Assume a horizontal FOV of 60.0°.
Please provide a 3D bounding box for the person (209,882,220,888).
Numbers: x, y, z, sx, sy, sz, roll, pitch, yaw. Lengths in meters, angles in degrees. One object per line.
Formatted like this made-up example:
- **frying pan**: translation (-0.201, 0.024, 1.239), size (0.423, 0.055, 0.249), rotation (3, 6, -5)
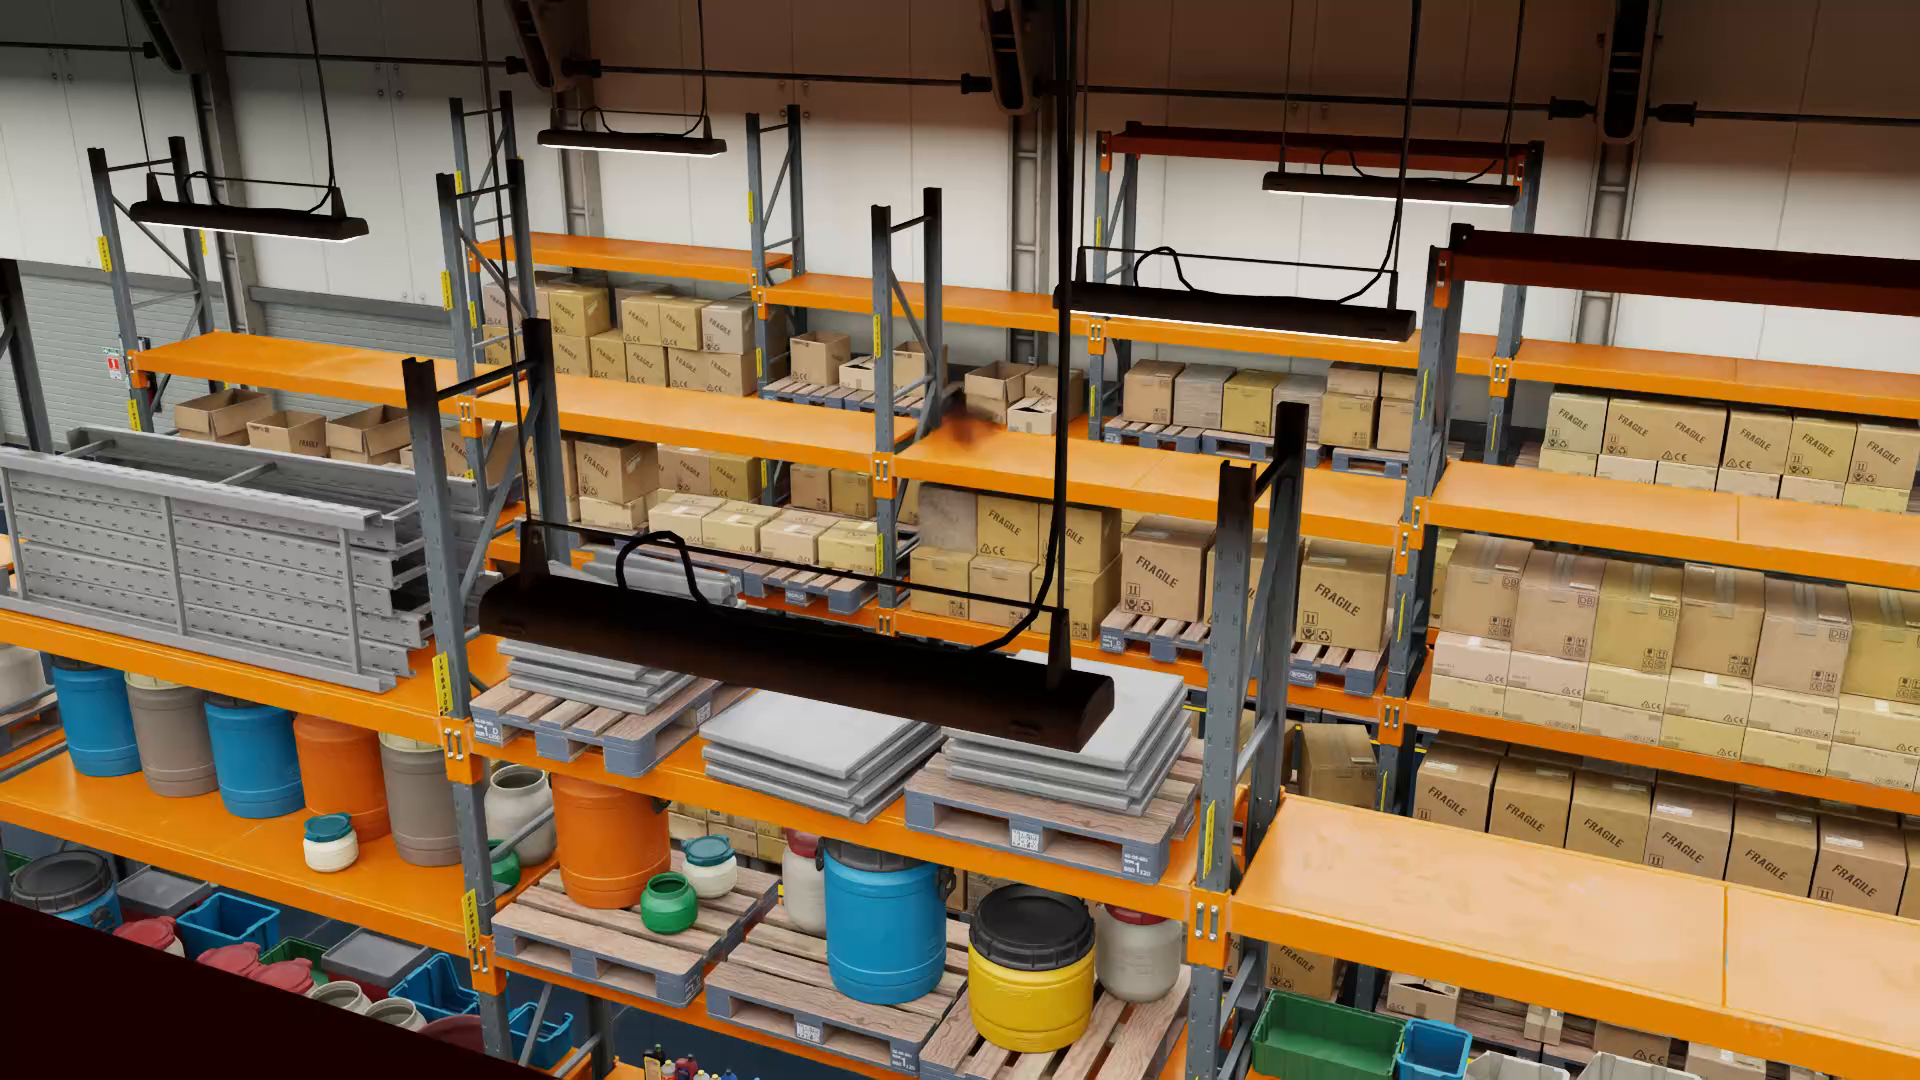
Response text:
- **person**: translation (-6.743, 2.198, 14.500), size (0.514, 1.715, 0.432), rotation (1, 21, 4)
